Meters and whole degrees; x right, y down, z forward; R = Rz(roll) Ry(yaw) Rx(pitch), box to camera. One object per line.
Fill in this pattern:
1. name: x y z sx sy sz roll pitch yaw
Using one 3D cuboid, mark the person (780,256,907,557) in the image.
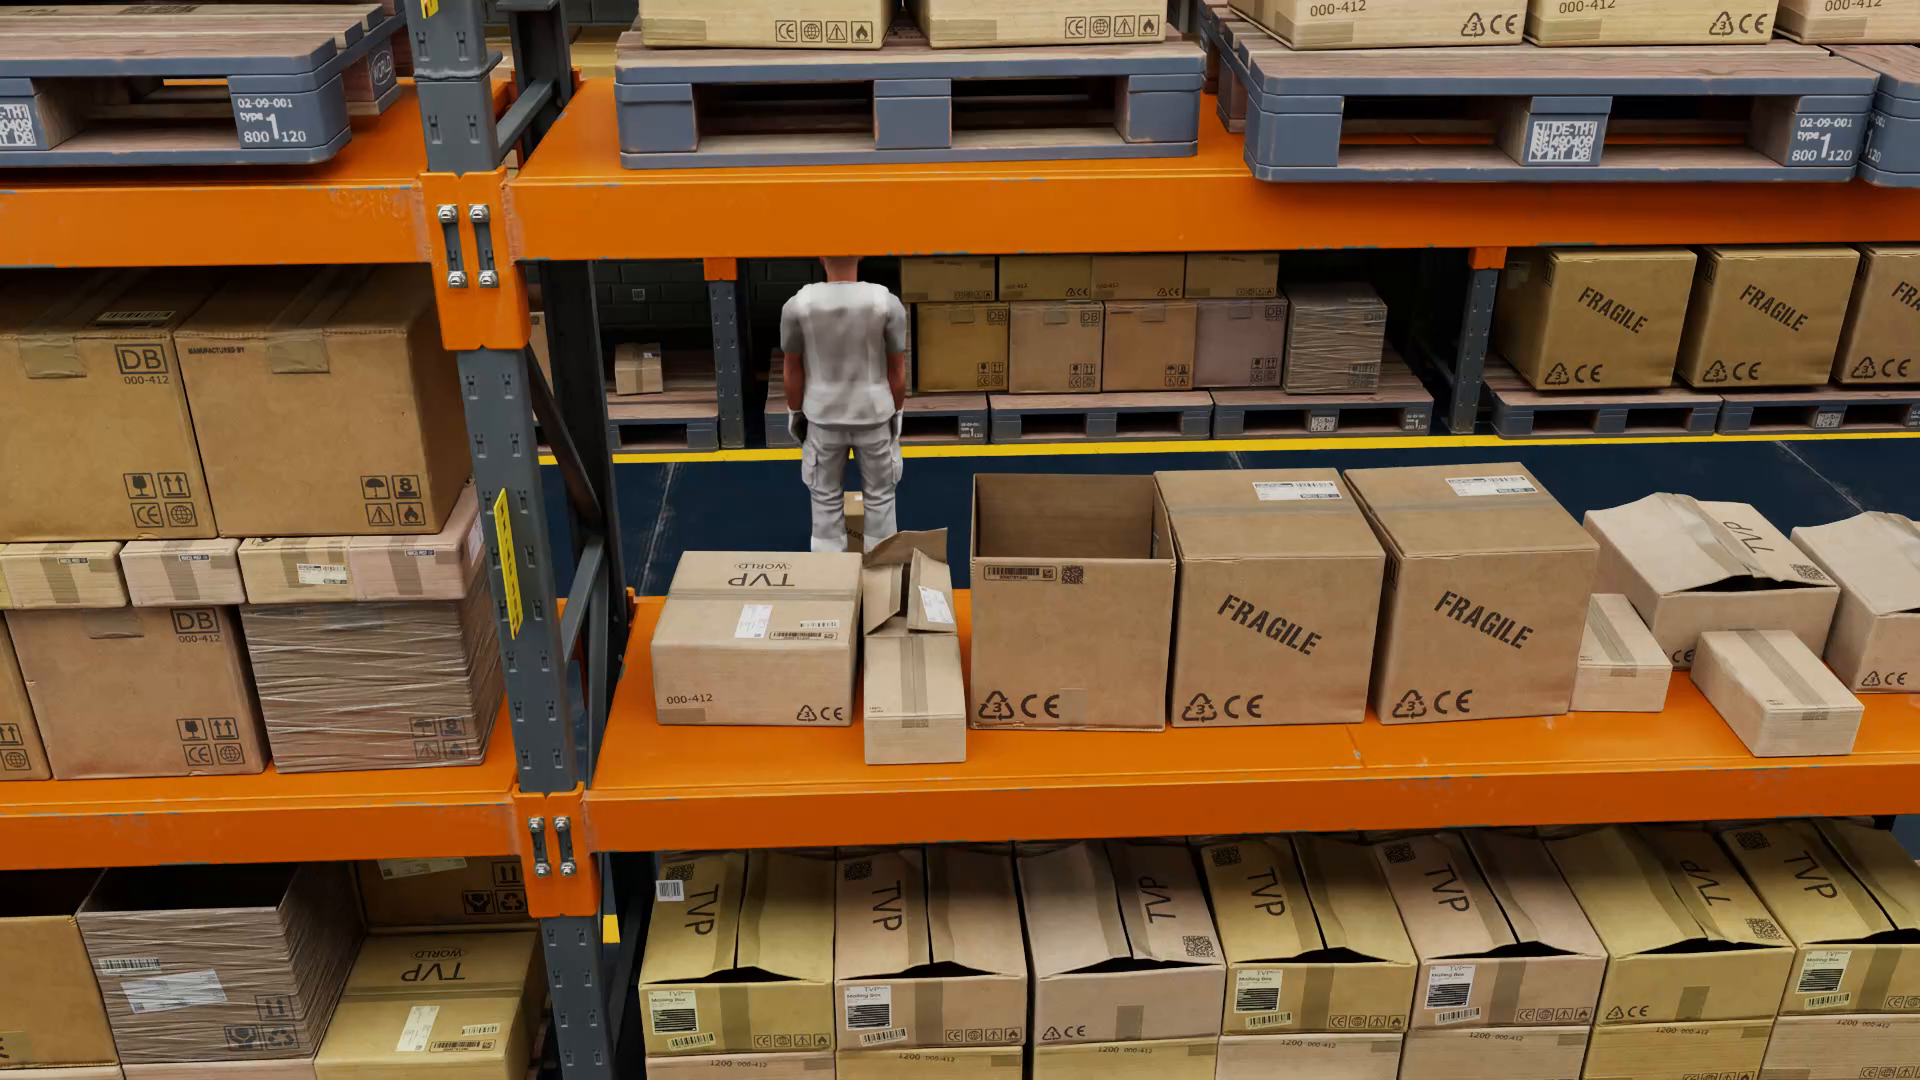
1. person: -0.484 -0.522 7.111 0.527 1.780 0.344 -1 27 -2
